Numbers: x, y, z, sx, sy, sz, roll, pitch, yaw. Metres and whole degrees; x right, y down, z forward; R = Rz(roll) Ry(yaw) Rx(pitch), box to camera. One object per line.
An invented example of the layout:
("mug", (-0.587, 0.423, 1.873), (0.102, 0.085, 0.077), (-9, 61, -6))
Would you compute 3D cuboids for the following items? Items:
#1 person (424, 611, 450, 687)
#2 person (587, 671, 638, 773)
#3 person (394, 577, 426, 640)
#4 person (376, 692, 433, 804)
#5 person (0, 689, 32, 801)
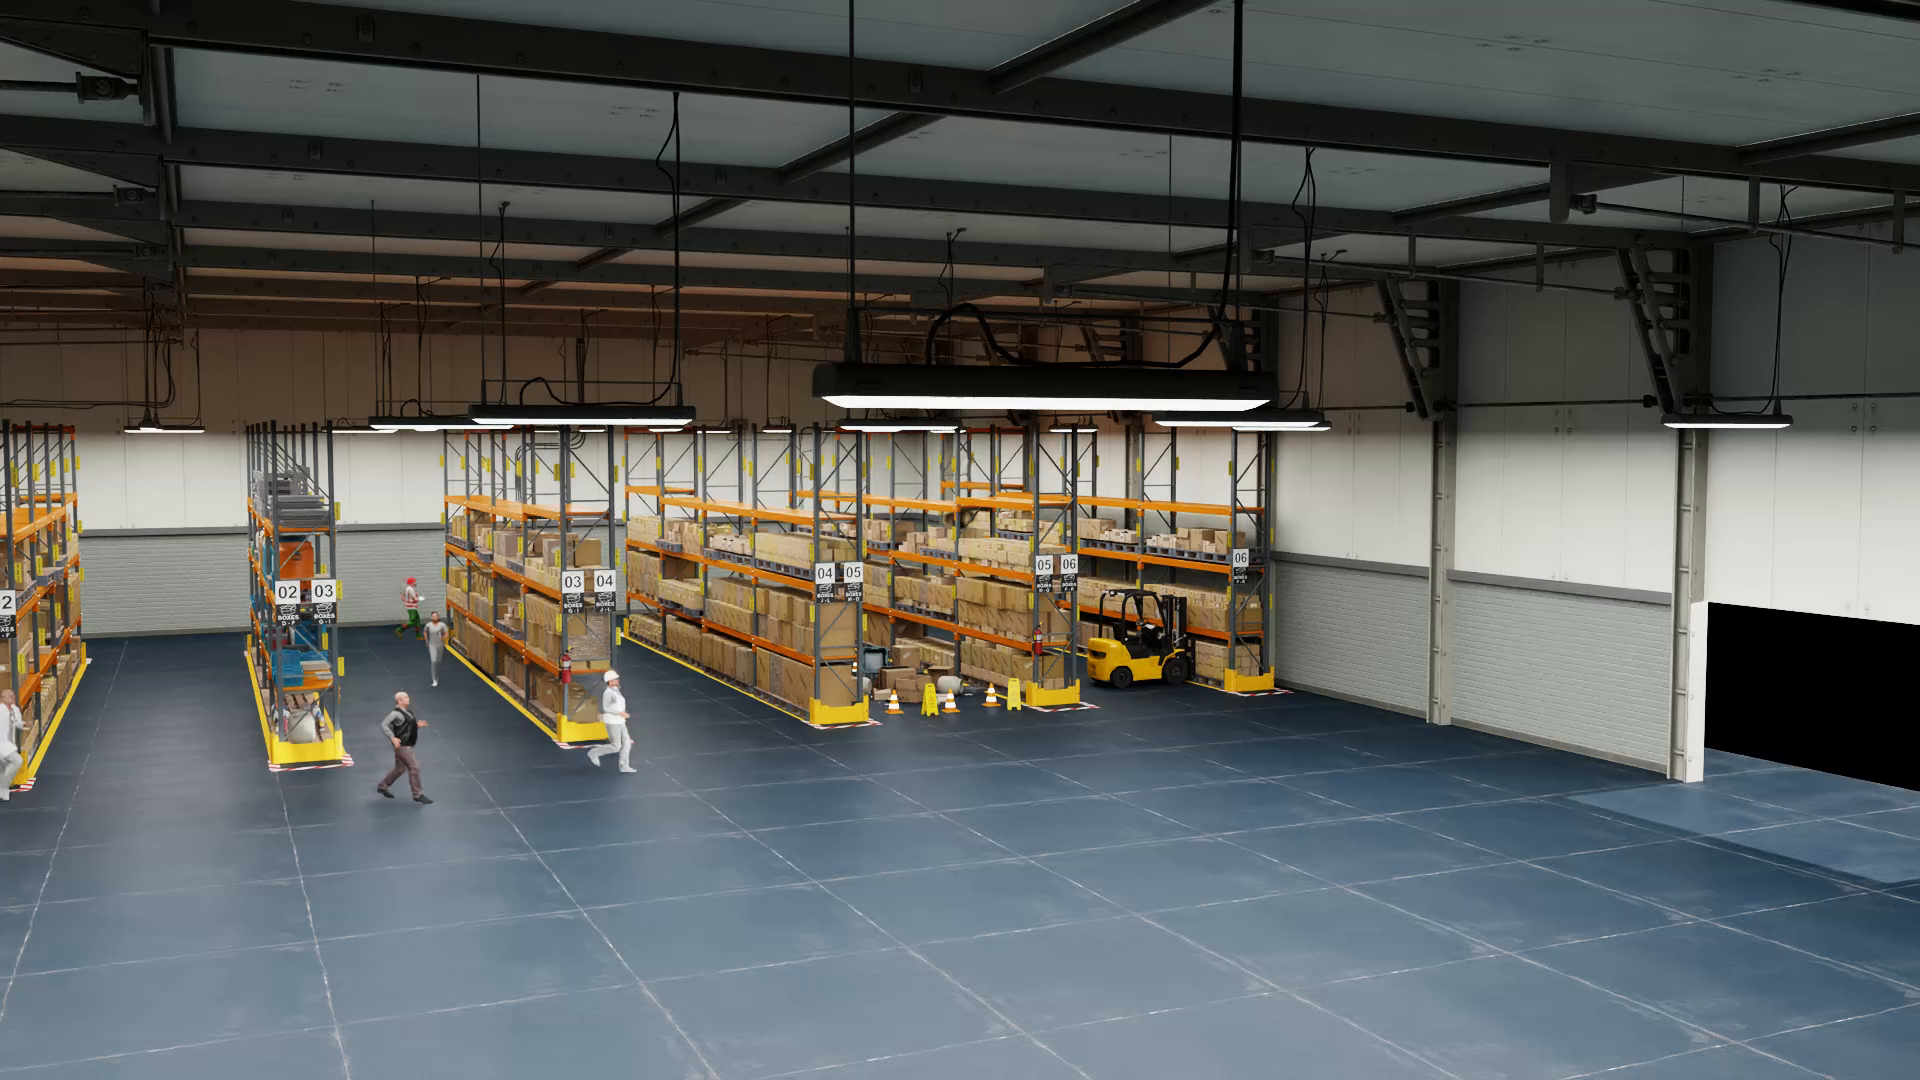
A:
("person", (-12.079, 2.486, 38.393), (0.559, 1.713, 0.819), (-1, 4, -22))
("person", (-5.885, 3.087, 28.188), (0.841, 1.751, 0.660), (0, 4, 4))
("person", (-15.288, 1.926, 46.273), (0.908, 1.770, 0.668), (-2, 4, -28))
("person", (-8.648, 3.226, 25.839), (0.906, 1.744, 0.643), (0, 4, -4))
("person", (-14.952, 3.208, 25.976), (0.864, 1.744, 0.750), (0, 4, 4))
